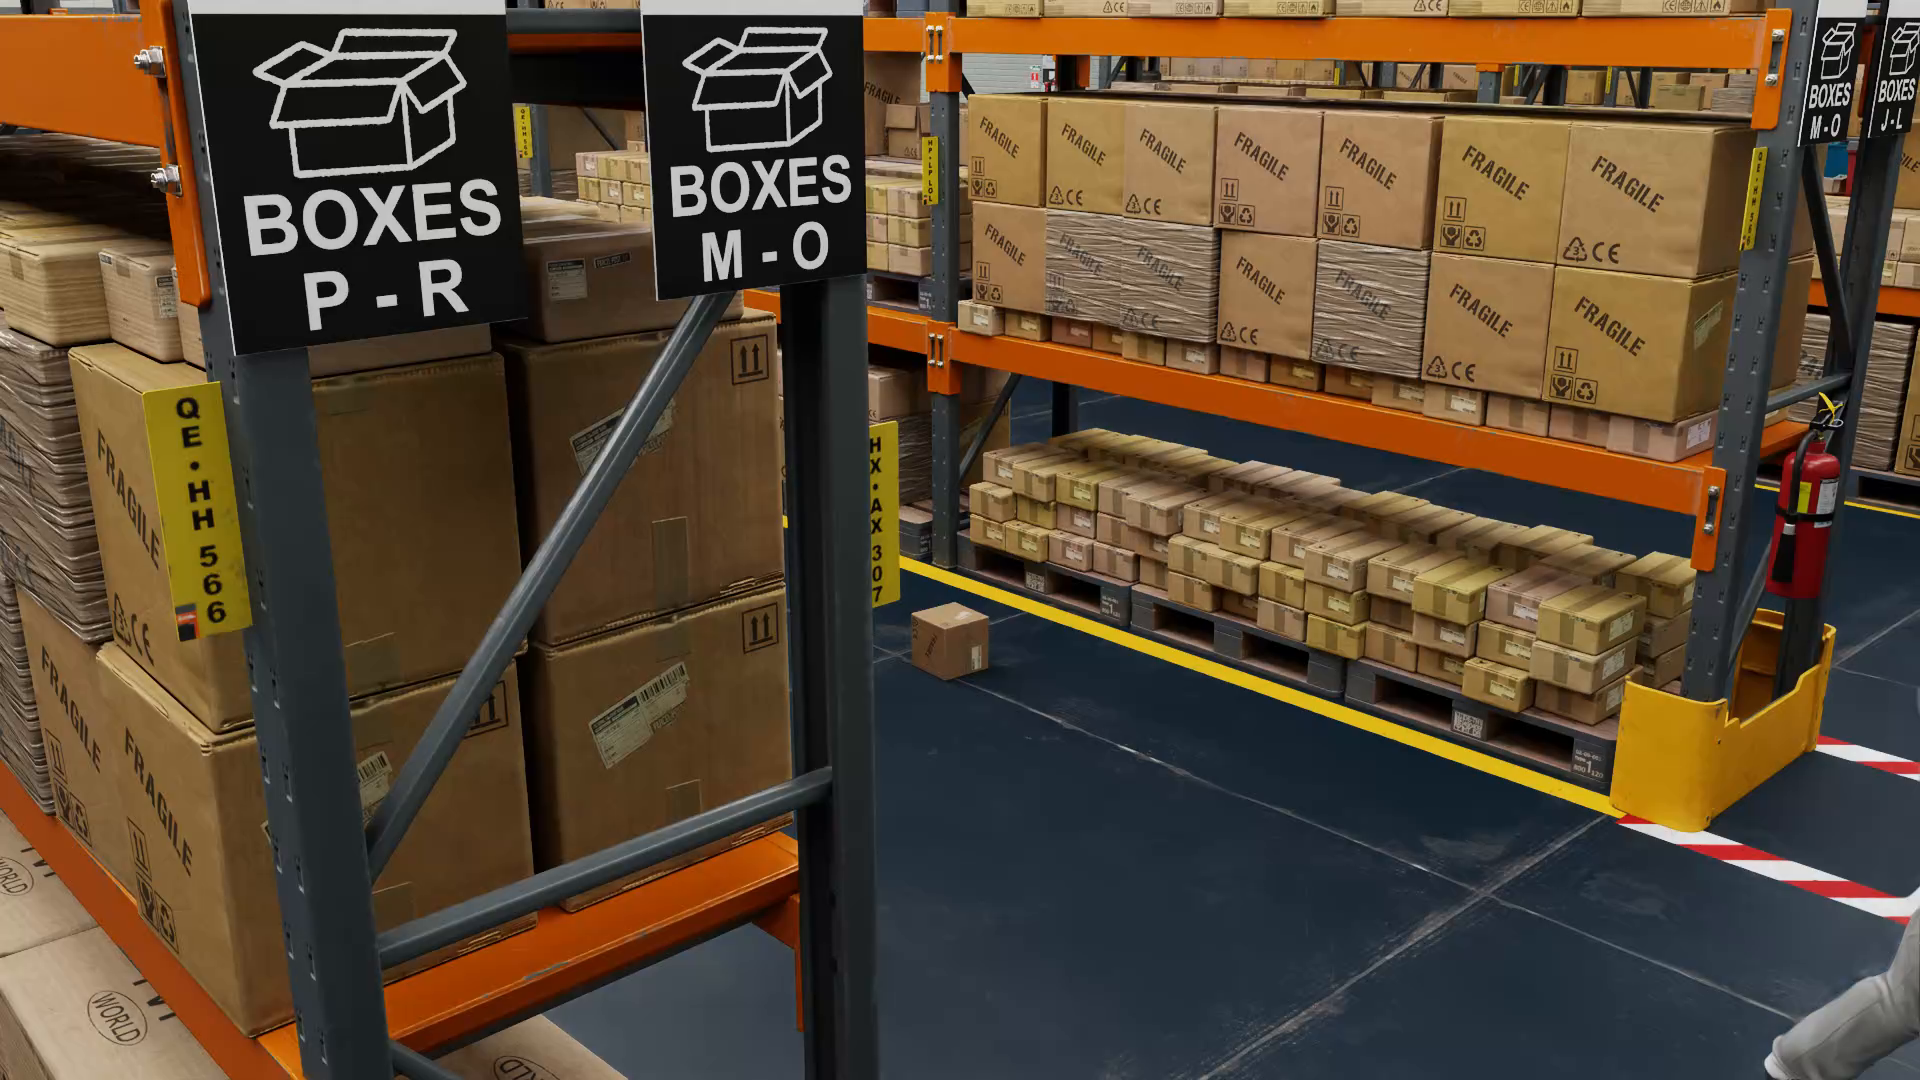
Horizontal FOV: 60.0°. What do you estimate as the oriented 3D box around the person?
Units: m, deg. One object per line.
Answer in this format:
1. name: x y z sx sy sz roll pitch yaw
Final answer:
1. person: 2.505 0.830 3.904 0.462 1.621 1.022 -12 21 -34
